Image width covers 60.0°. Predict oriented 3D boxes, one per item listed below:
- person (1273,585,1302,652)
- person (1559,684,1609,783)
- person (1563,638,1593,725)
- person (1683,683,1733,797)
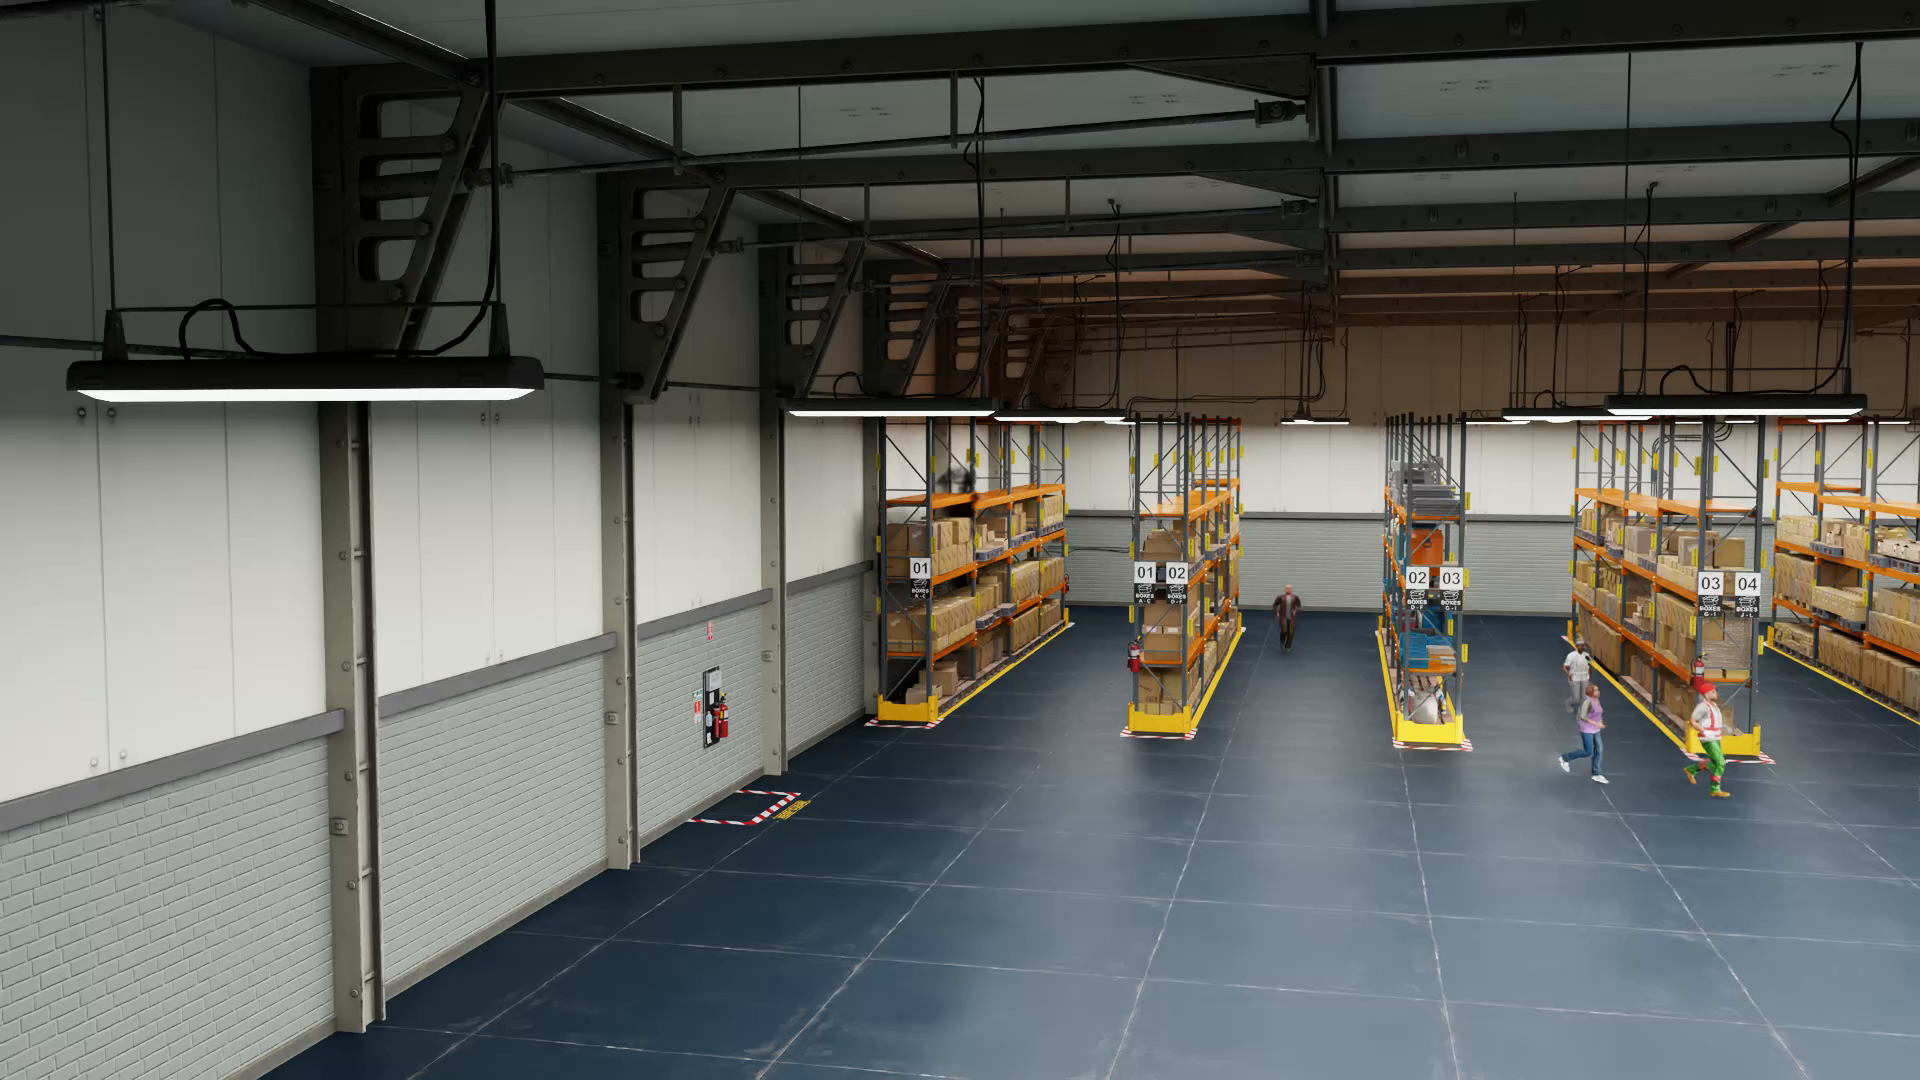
[{"bbox_3d":[8.324,1.998,42.203,0.700,1.729,0.627,0,4,4],"label":"person"},{"bbox_3d":[10.182,3.118,27.007,0.775,1.594,0.547,4,5,45],"label":"person"},{"bbox_3d":[12.009,2.719,32.281,0.582,1.671,0.672,0,4,3],"label":"person"},{"bbox_3d":[11.627,3.099,25.886,0.754,1.745,0.661,4,5,45],"label":"person"}]
